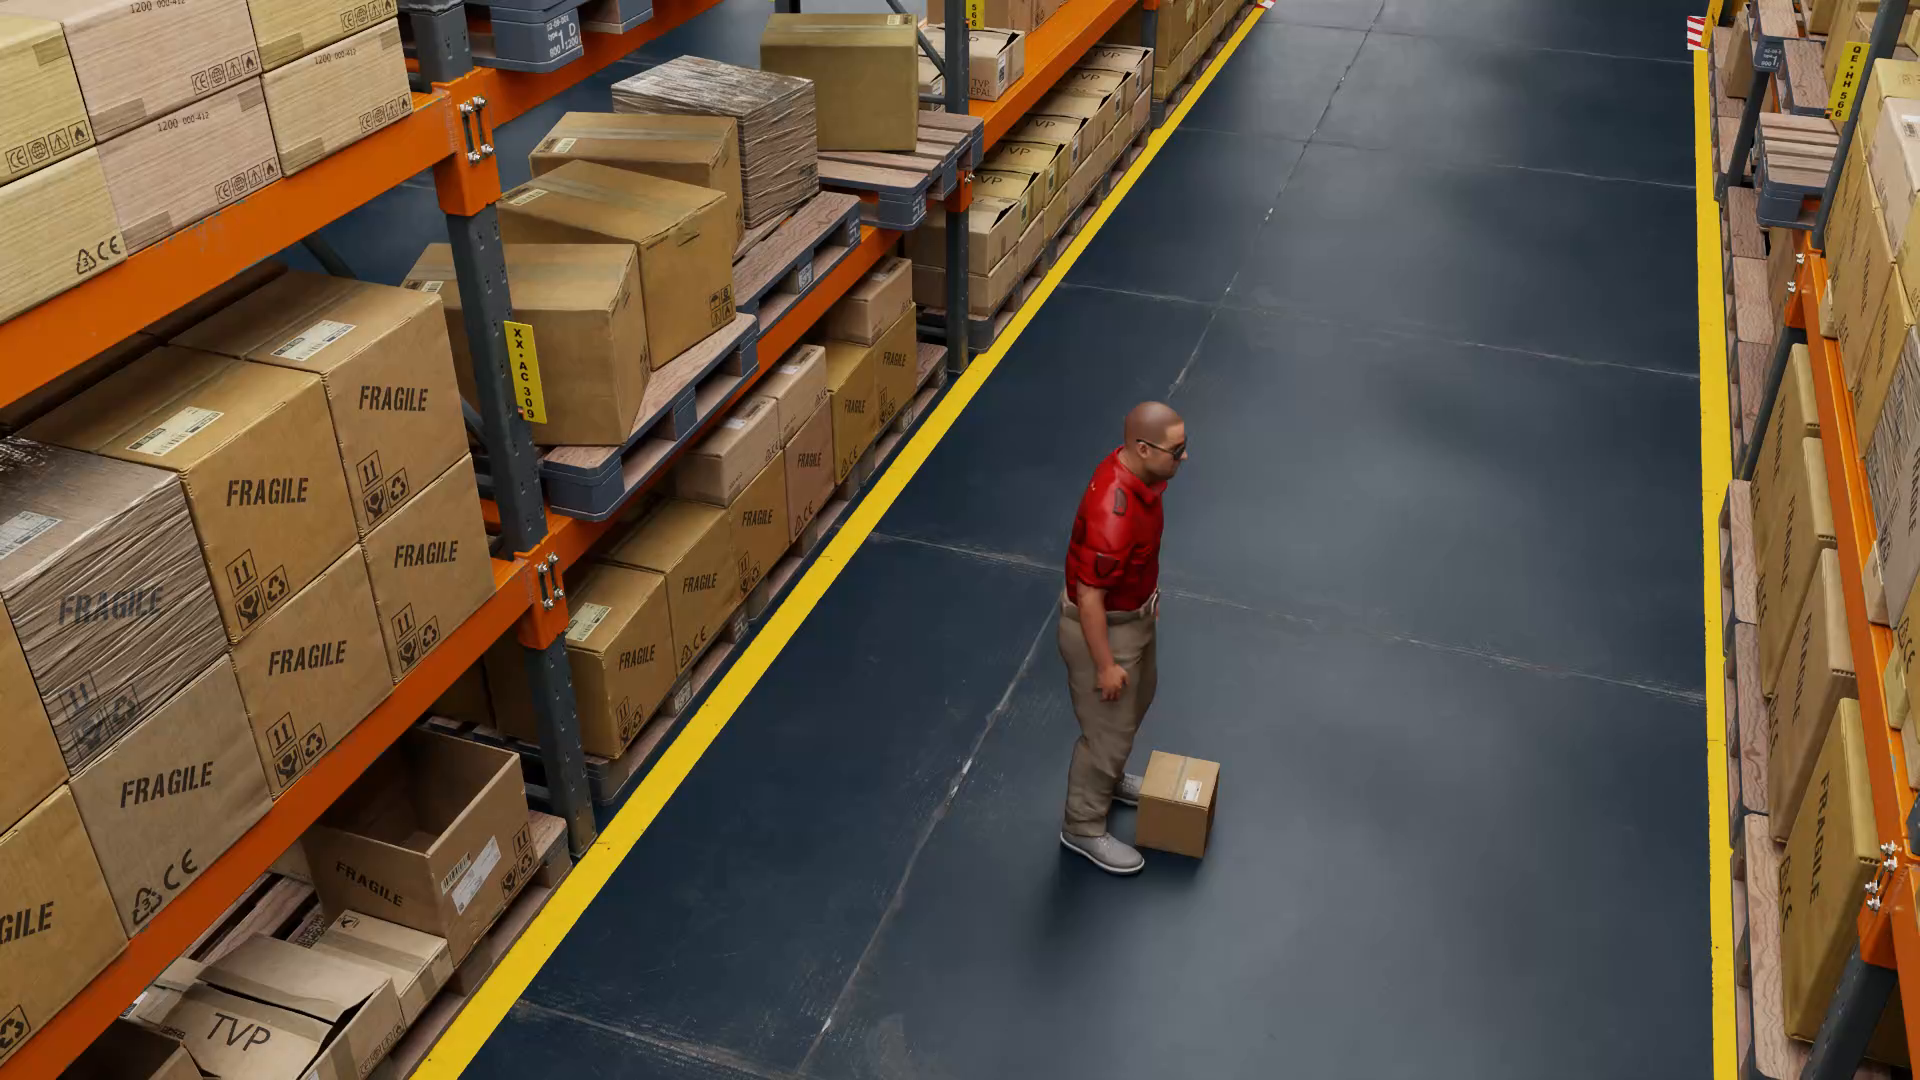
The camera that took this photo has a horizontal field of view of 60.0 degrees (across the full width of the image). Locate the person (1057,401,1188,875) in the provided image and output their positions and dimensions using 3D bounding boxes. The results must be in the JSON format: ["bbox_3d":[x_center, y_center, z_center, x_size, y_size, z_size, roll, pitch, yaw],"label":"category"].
[{"bbox_3d":[0.547,0.336,5.717,0.389,1.638,0.587,11,35,16],"label":"person"}]
